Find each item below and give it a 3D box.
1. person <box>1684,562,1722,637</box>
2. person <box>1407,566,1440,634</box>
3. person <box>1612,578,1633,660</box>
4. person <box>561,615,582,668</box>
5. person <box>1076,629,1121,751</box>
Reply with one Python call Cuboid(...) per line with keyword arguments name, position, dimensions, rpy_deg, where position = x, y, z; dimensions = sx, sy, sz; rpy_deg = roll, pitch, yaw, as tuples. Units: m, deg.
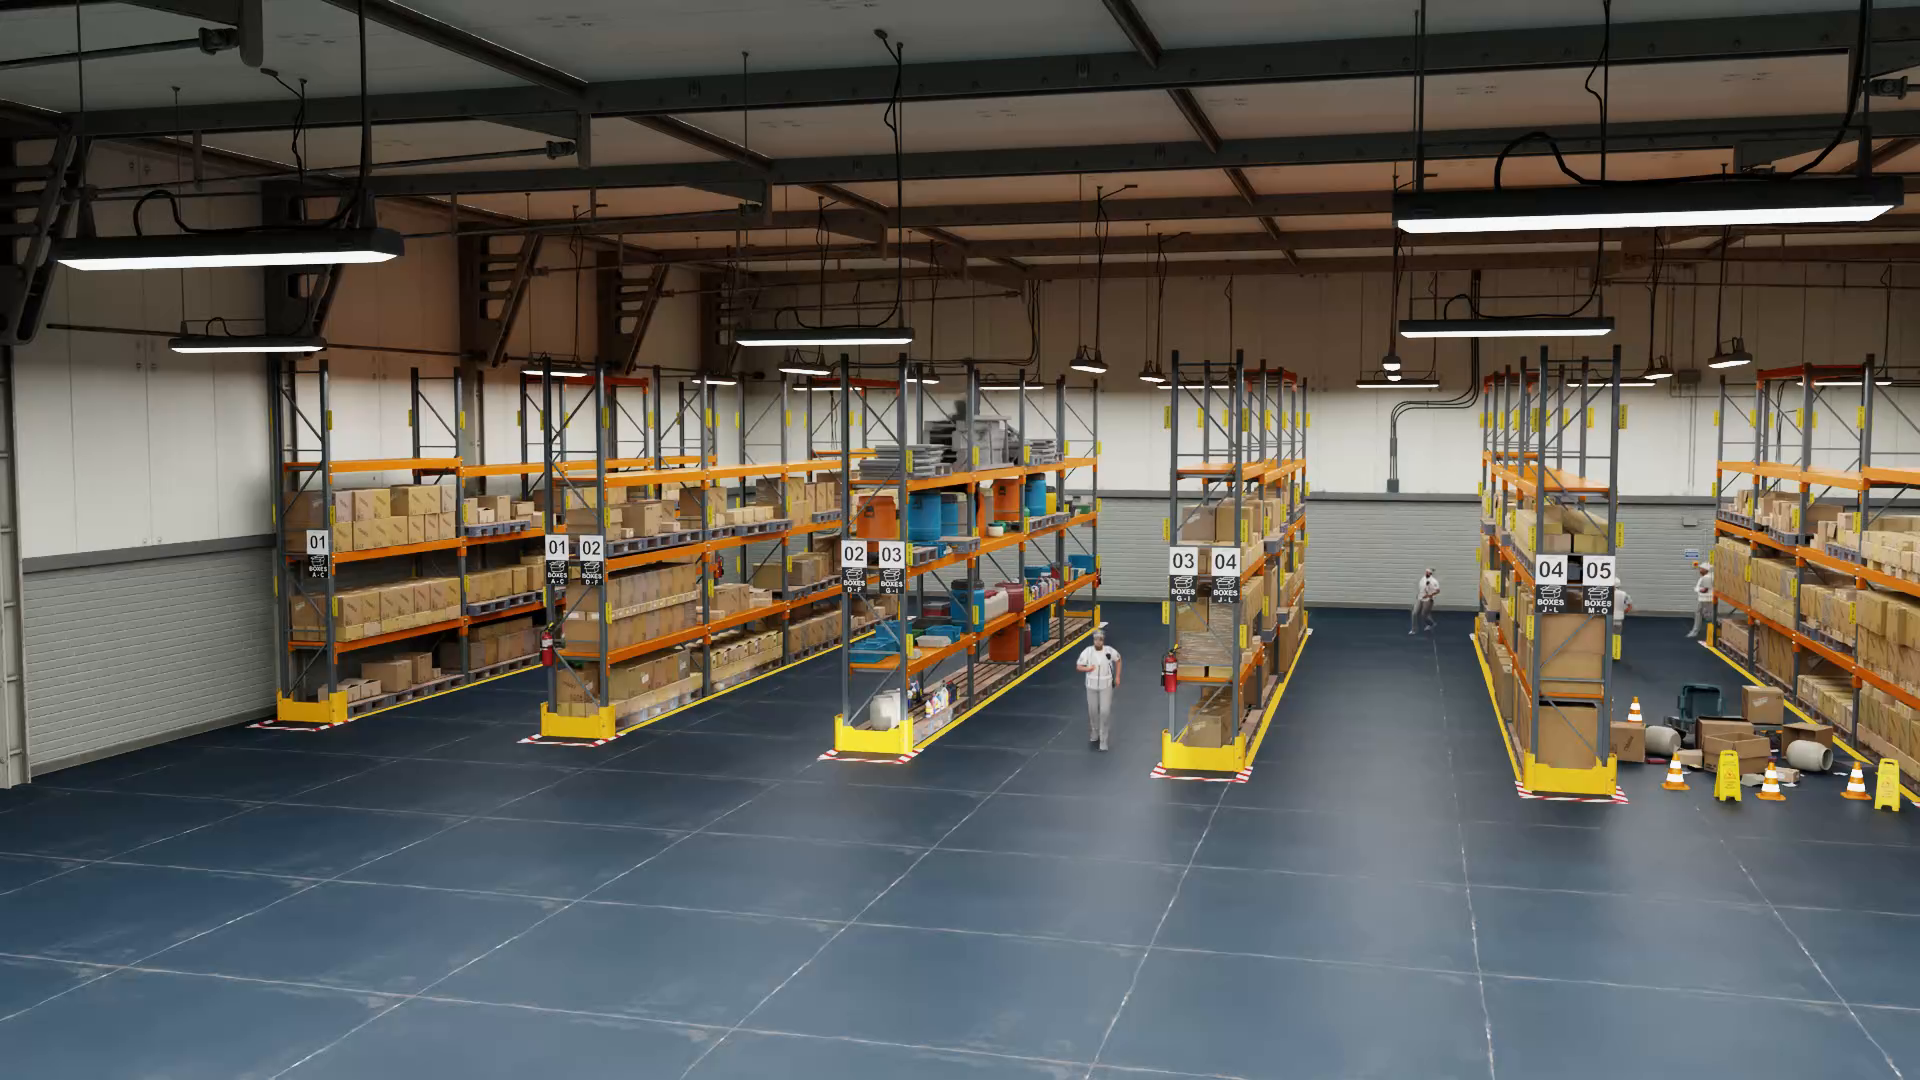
Cuboid(name="person", position=(17.090, 1.394, 38.082), dimensions=(0.898, 1.778, 0.710), rpy_deg=(2, 5, 26))
Cuboid(name="person", position=(10.952, 1.430, 38.904), dimensions=(0.727, 1.667, 0.696), rpy_deg=(-3, 5, -32))
Cuboid(name="person", position=(13.635, 1.652, 34.597), dimensions=(0.656, 1.745, 0.615), rpy_deg=(0, 4, 4))
Cuboid(name="person", position=(-7.185, 1.893, 31.063), dimensions=(0.668, 1.747, 0.583), rpy_deg=(0, 4, 6))
Cuboid(name="person", position=(2.129, 2.277, 25.543), dimensions=(0.664, 1.840, 0.847), rpy_deg=(1, 4, 10))
